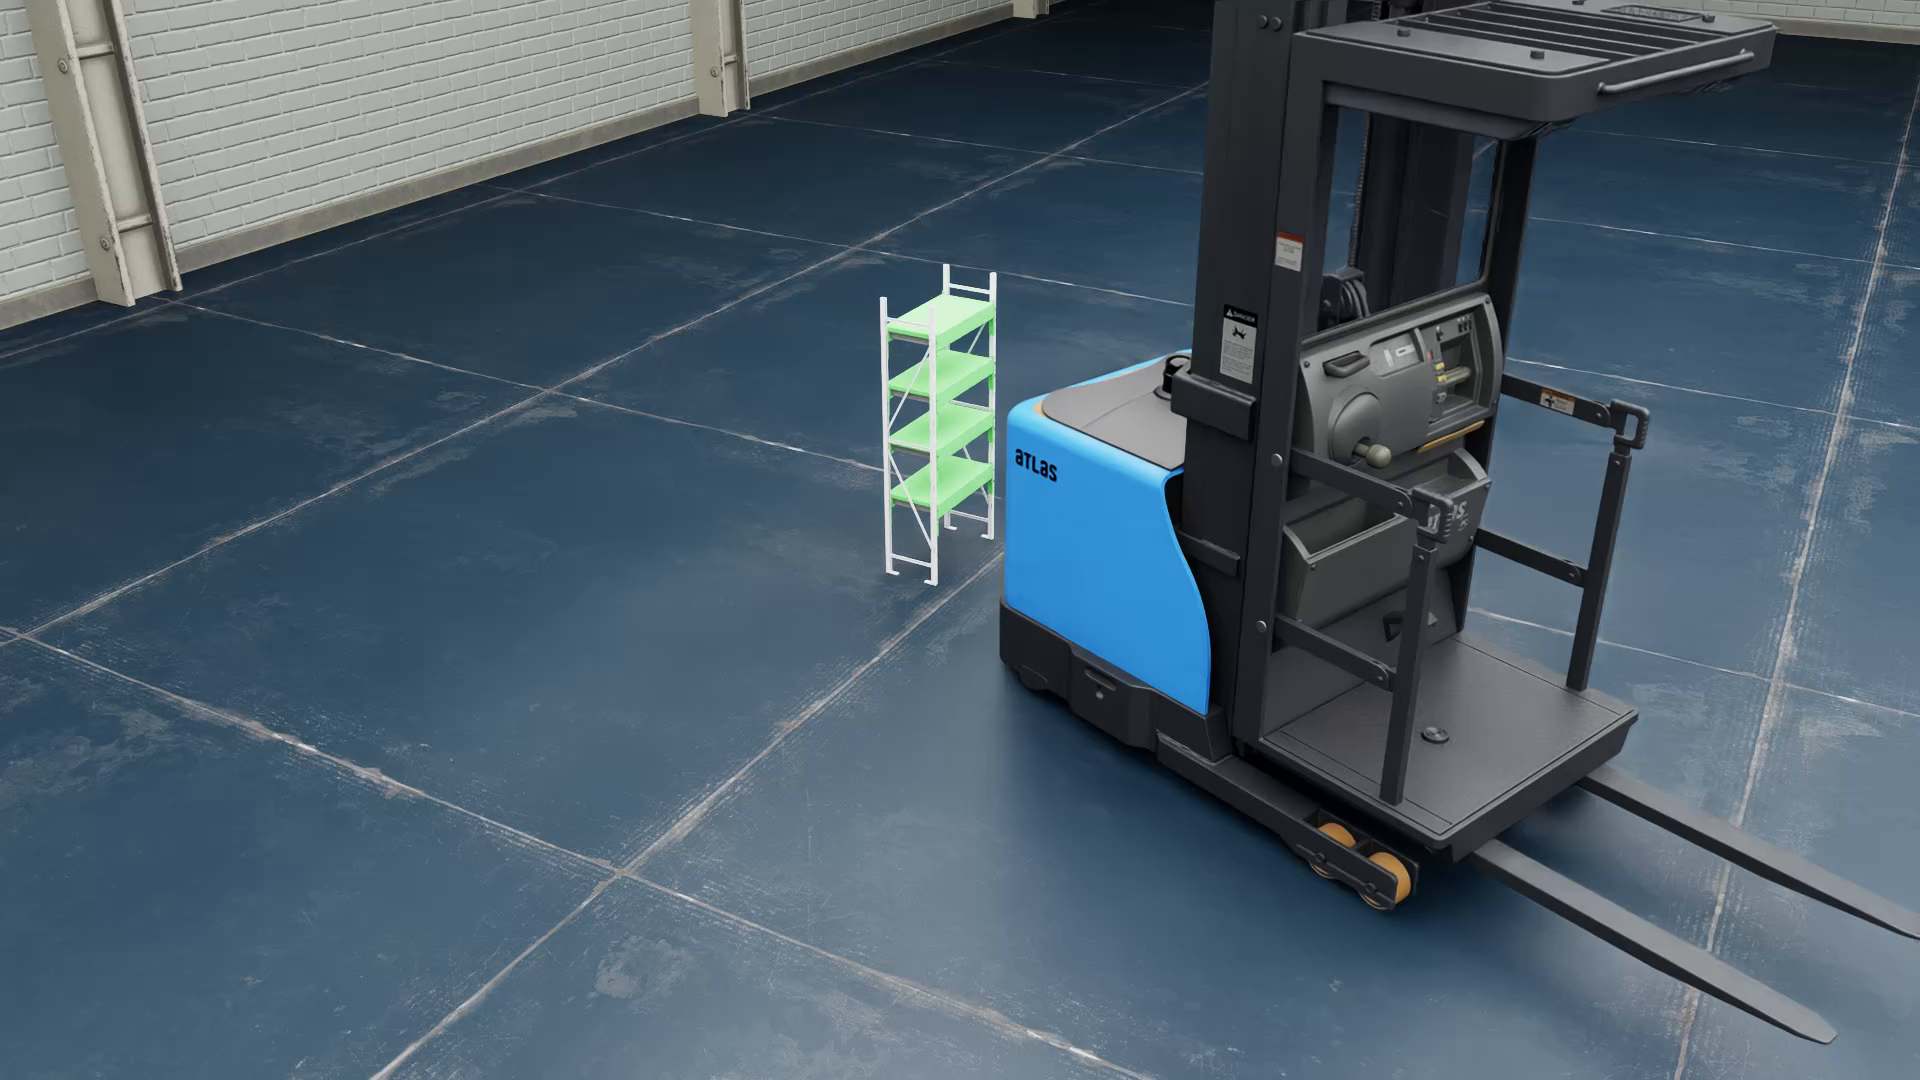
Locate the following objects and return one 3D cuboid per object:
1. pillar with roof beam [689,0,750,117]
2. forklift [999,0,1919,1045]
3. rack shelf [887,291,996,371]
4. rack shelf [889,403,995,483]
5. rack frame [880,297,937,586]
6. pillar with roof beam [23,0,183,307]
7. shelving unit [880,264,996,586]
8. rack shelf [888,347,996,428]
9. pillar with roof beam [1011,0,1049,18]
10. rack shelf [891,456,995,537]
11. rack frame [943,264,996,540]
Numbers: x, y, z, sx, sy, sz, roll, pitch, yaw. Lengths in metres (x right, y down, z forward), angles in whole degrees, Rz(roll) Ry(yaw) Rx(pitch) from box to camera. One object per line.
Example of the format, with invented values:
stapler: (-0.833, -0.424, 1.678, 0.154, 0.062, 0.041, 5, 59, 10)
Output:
pillar with roof beam: (1.623, -6.938, 11.058, 9.100, 9.000, 0.400, 14, 30, 26)
forklift: (1.478, -0.451, 4.878, 1.130, 2.935, 3.031, -21, 33, -35)
rack shelf: (-0.081, -0.844, 6.666, 0.258, 0.148, 0.480, 14, 30, 26)
rack shelf: (-0.081, -0.415, 6.881, 0.258, 0.148, 0.480, 14, 30, 26)
rack frame: (-0.201, -0.377, 6.663, 0.240, 1.200, 0.015, 14, 30, 26)
pillar with roof beam: (-1.329, -4.600, 6.386, 9.100, 9.000, 0.400, 14, 30, 26)
shelving unit: (-0.081, -0.472, 6.853, 0.258, 1.200, 0.503, 14, 30, 26)
rack shelf: (-0.081, -0.629, 6.774, 0.258, 0.148, 0.480, 14, 30, 26)
pillar with roof beam: (4.574, -9.277, 15.729, 9.100, 9.000, 0.400, 14, 30, 26)
rack shelf: (-0.081, -0.200, 6.989, 0.258, 0.148, 0.480, 14, 30, 26)
rack frame: (0.039, -0.567, 7.043, 0.240, 1.200, 0.015, 14, 30, 26)
